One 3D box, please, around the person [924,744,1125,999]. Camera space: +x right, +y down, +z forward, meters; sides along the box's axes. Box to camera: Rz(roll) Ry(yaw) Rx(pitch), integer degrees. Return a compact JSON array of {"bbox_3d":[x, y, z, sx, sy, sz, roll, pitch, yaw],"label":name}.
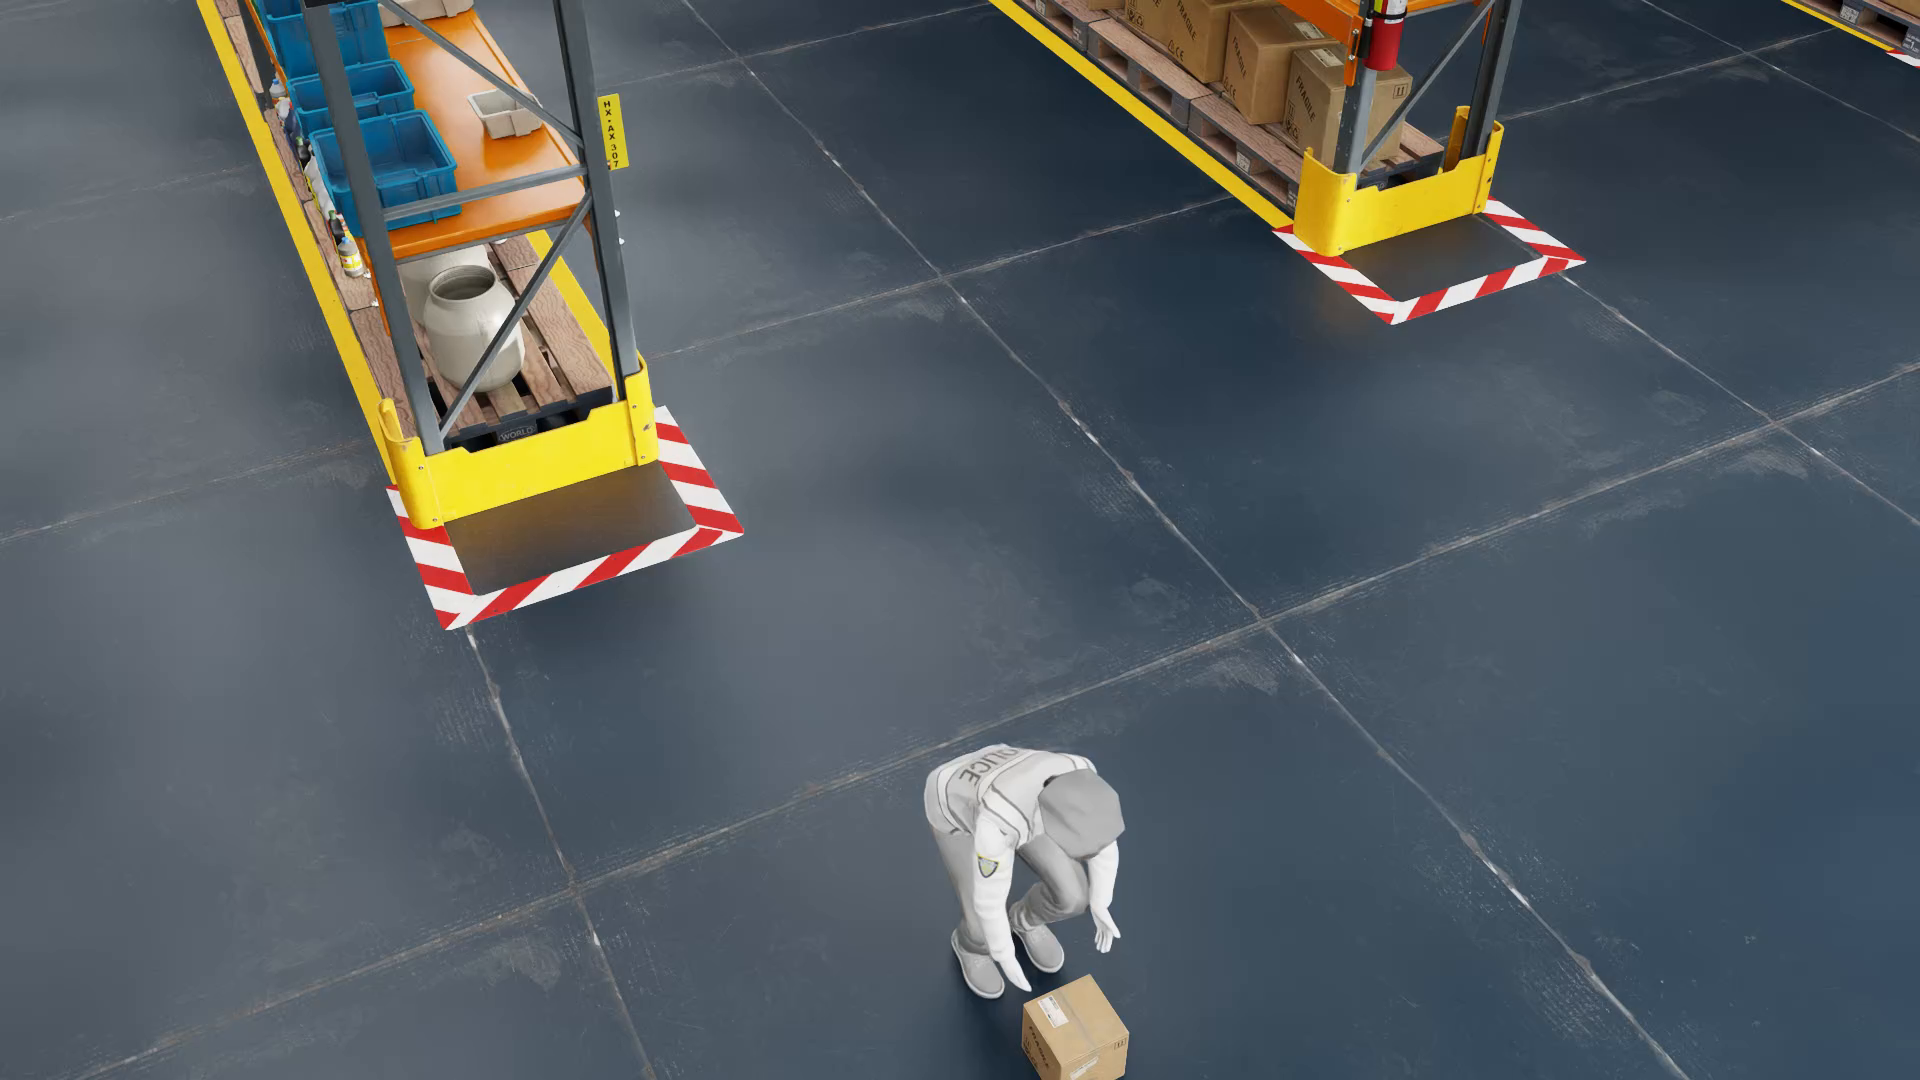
[{"bbox_3d":[0.216,1.022,5.373,0.522,1.180,0.796,-19,45,-20],"label":"person"}]
